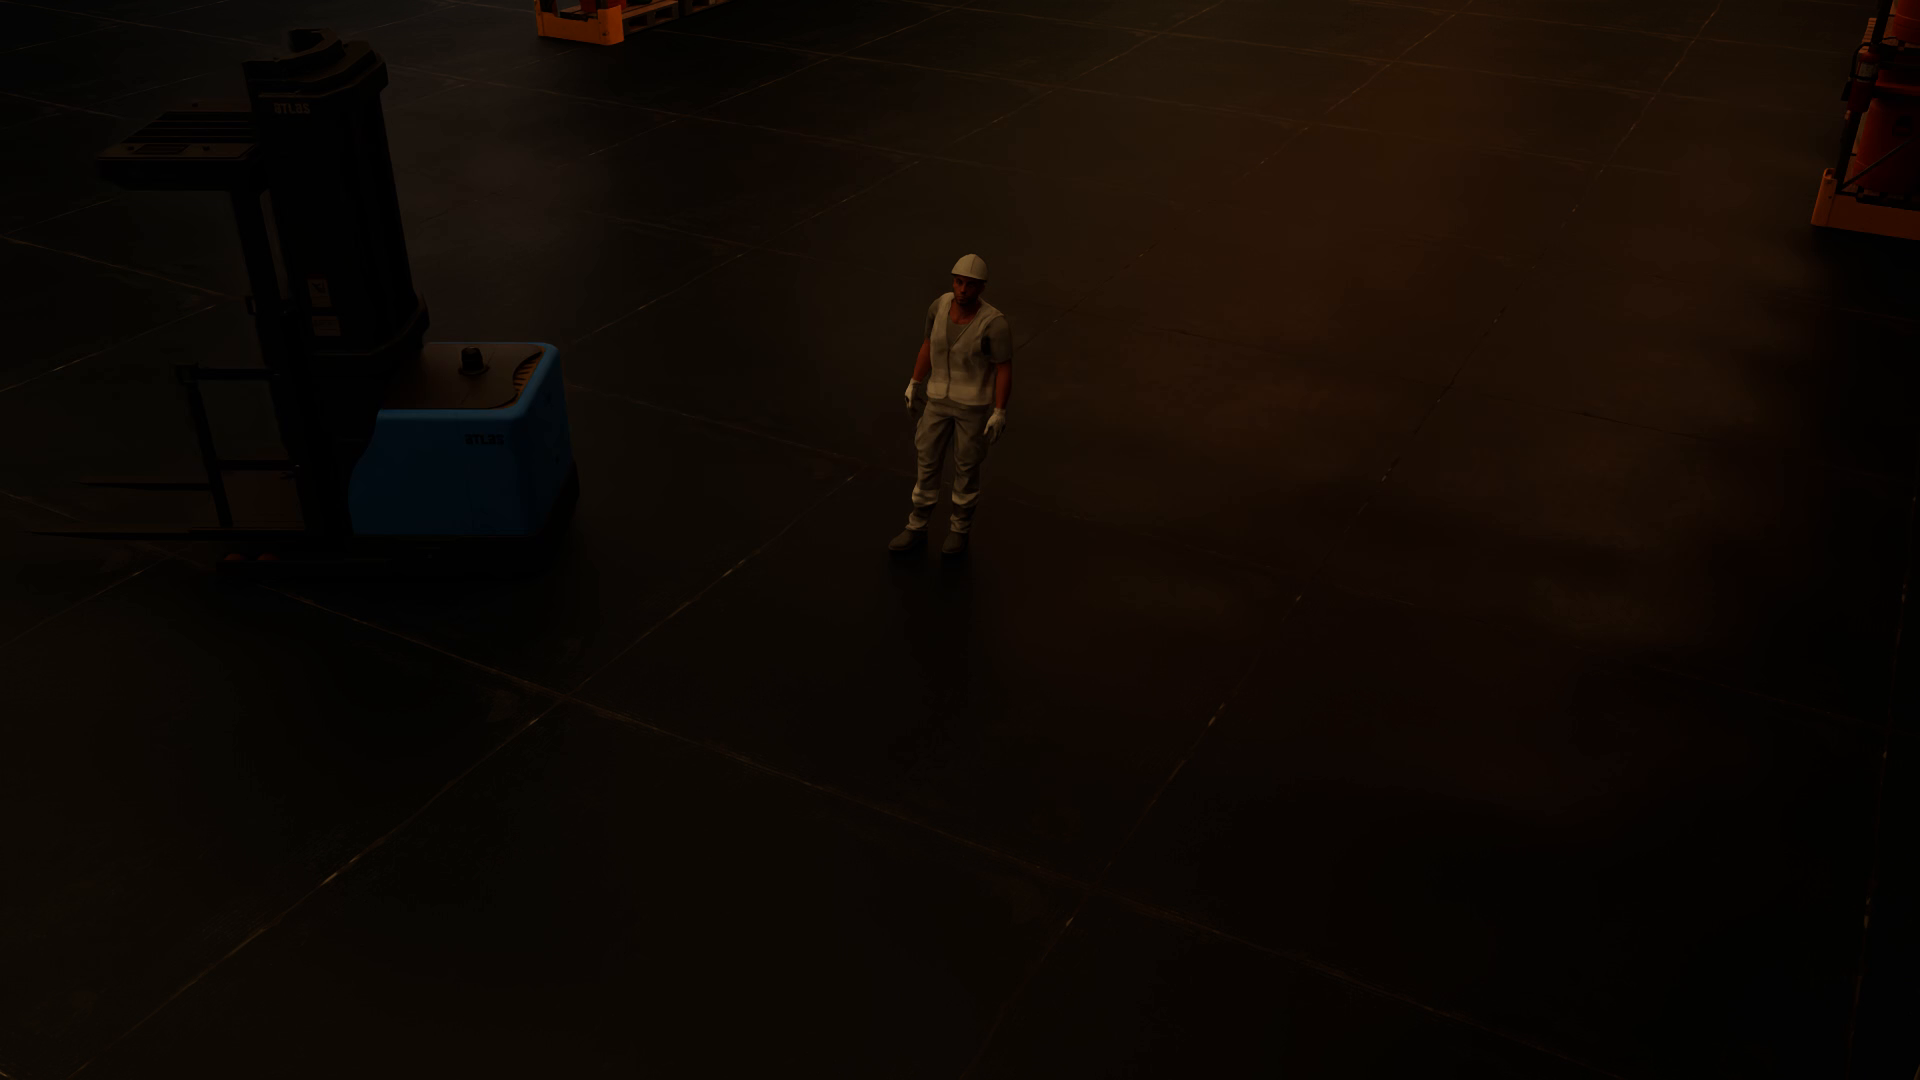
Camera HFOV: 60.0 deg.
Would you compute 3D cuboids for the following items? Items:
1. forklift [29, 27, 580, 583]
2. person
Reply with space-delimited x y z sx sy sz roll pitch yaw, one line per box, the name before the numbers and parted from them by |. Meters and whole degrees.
forklift | -3.886 -1.287 9.300 3.031 2.935 1.130 0 30 0
person | -0.050 -0.749 9.497 0.637 1.787 0.564 15 33 25
